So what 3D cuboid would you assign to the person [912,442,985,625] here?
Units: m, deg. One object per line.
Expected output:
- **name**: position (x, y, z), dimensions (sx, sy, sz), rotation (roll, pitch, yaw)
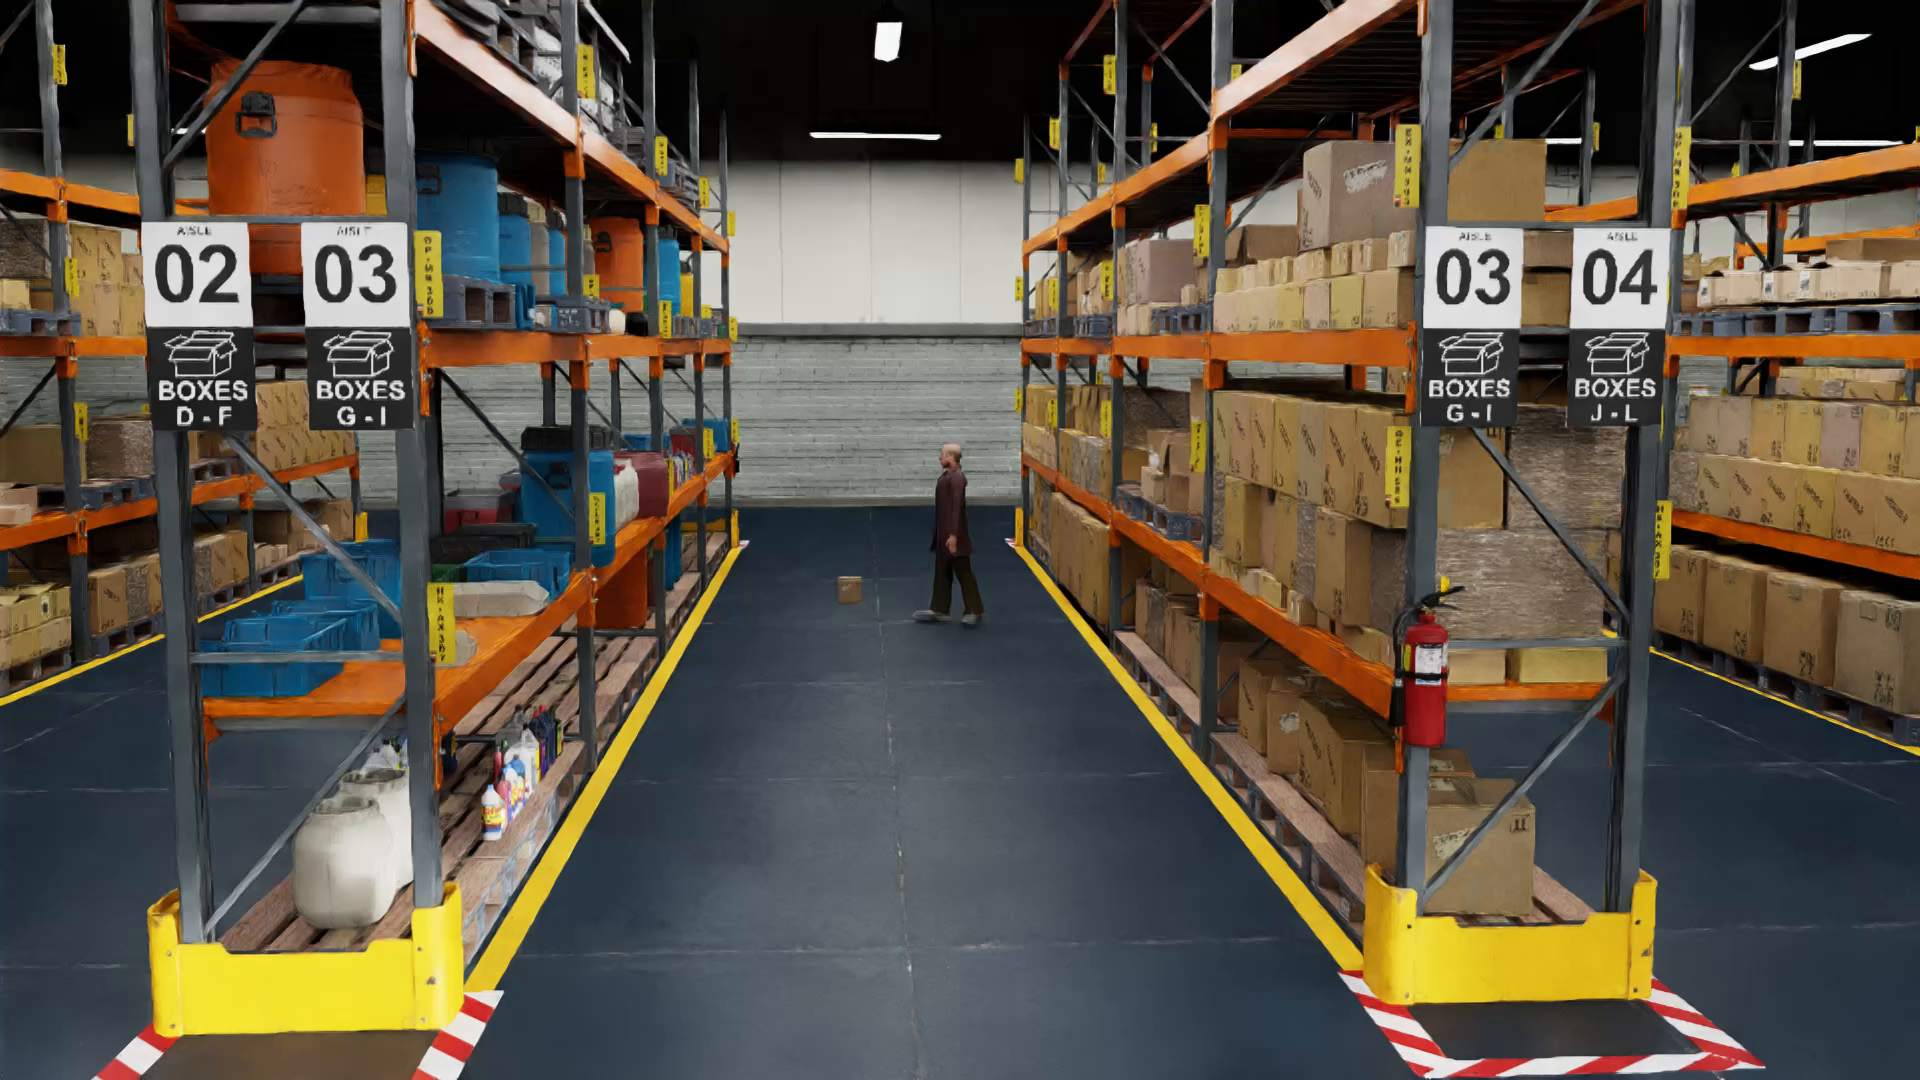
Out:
- **person**: position (-0.118, -0.074, 16.347), dimensions (0.674, 1.775, 0.779), rotation (-1, 7, -10)
